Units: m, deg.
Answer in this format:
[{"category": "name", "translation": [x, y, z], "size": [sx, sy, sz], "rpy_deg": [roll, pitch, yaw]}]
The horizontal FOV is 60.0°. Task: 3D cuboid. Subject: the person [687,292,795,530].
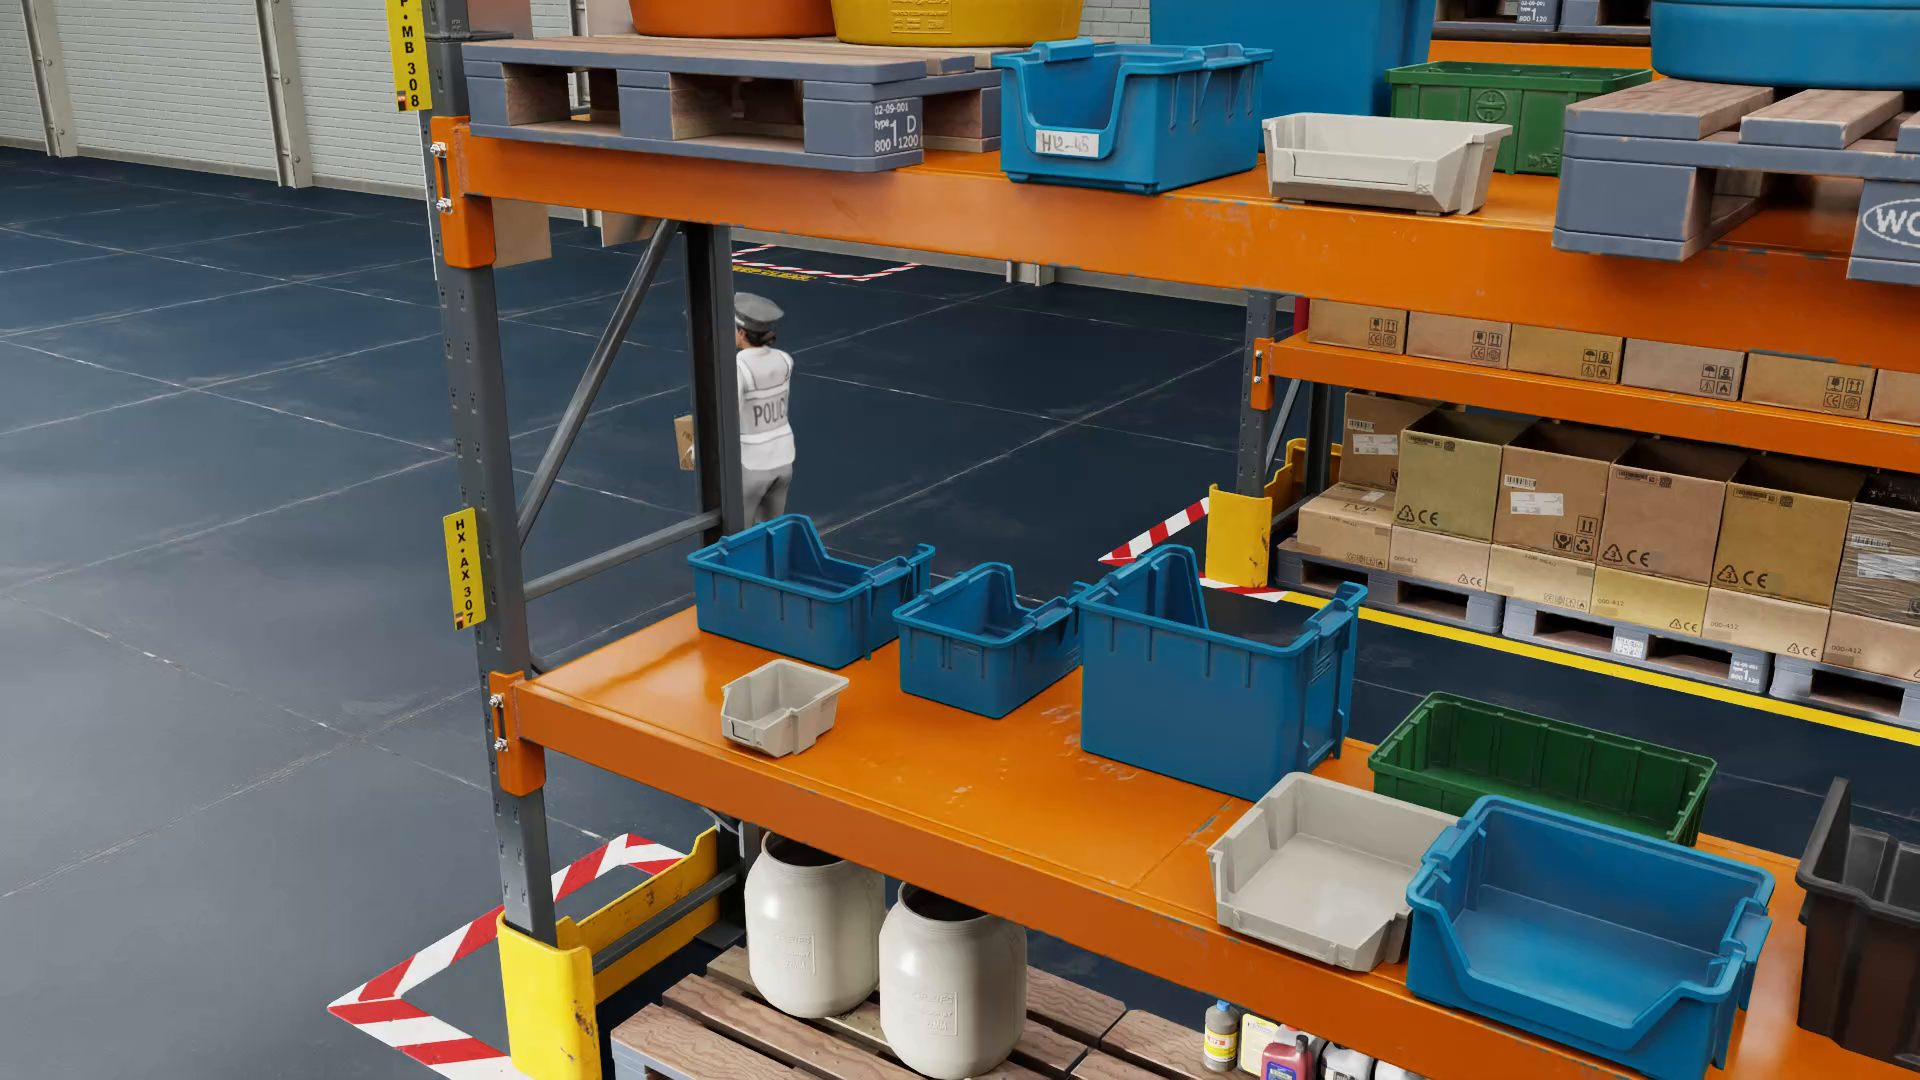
[{"category": "person", "translation": [-1.043, -0.362, 8.024], "size": [0.489, 1.692, 0.489], "rpy_deg": [13, 24, 32]}]
